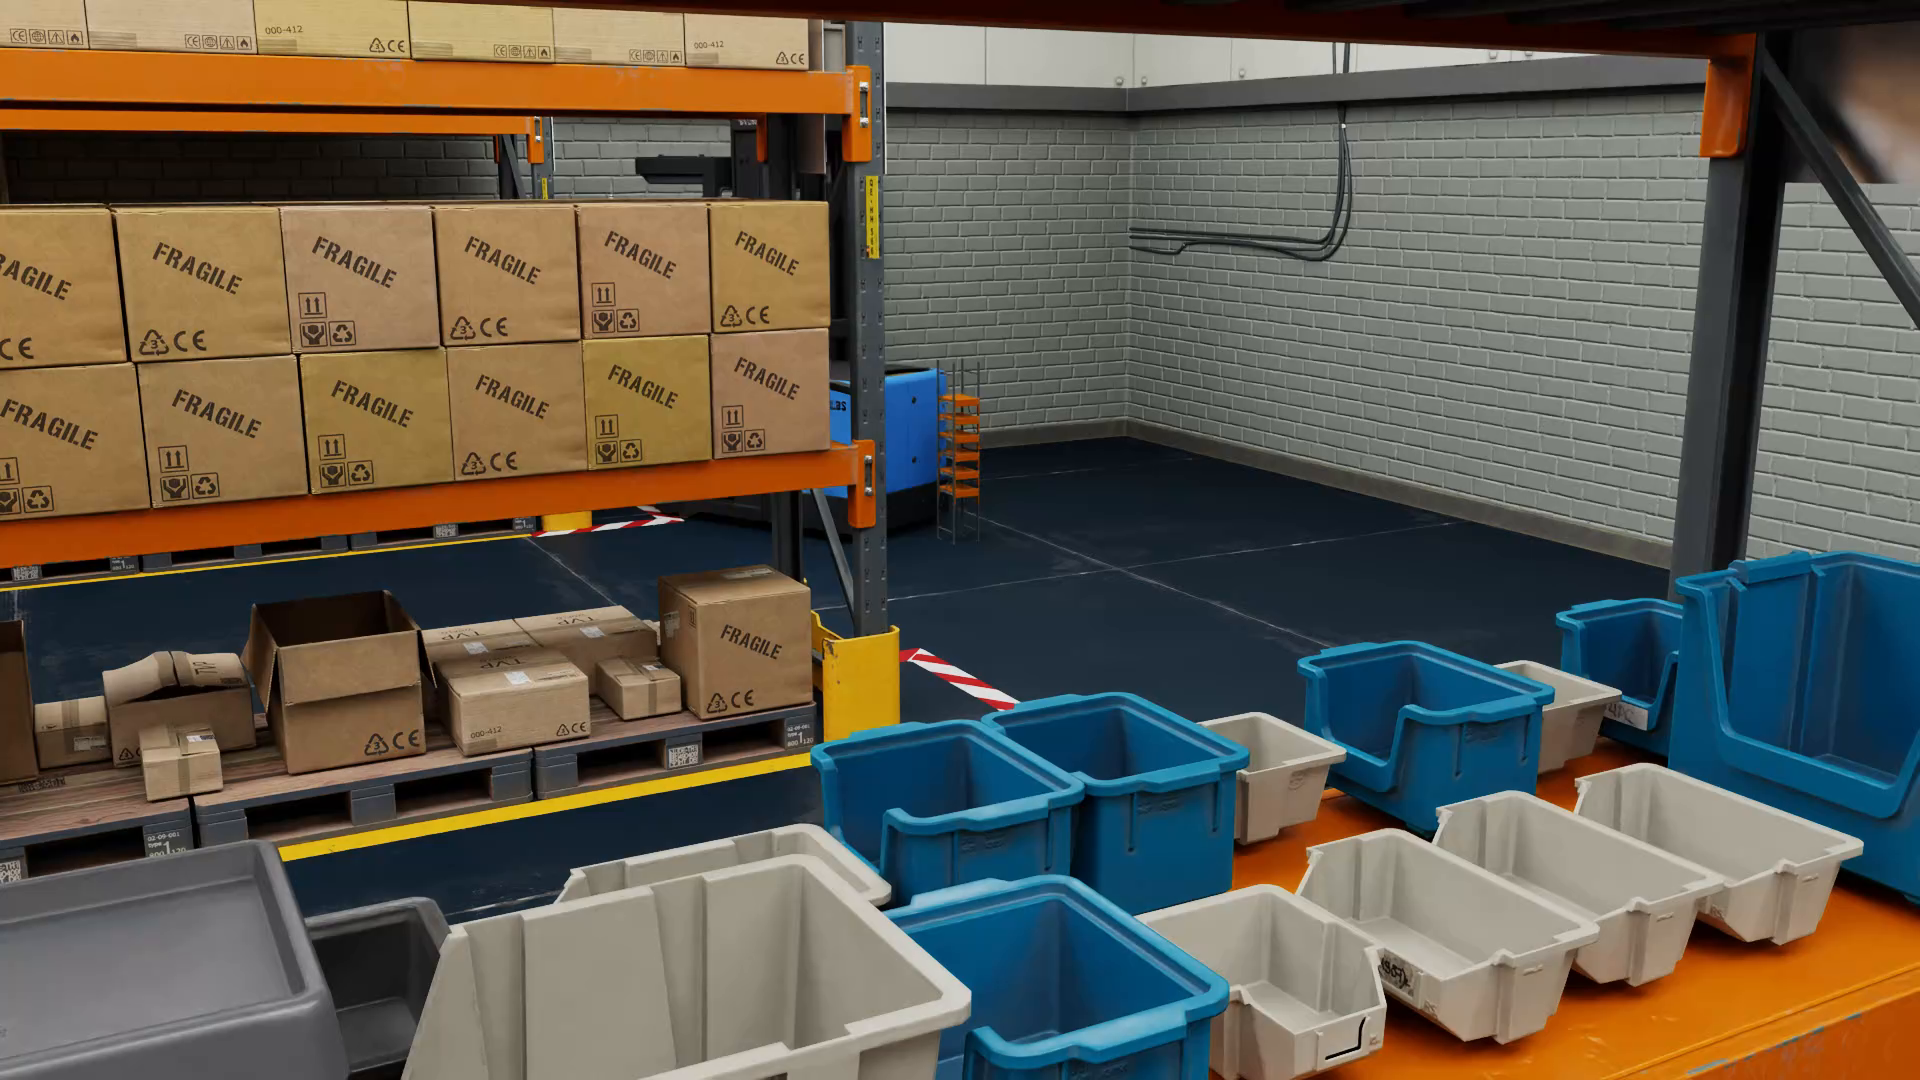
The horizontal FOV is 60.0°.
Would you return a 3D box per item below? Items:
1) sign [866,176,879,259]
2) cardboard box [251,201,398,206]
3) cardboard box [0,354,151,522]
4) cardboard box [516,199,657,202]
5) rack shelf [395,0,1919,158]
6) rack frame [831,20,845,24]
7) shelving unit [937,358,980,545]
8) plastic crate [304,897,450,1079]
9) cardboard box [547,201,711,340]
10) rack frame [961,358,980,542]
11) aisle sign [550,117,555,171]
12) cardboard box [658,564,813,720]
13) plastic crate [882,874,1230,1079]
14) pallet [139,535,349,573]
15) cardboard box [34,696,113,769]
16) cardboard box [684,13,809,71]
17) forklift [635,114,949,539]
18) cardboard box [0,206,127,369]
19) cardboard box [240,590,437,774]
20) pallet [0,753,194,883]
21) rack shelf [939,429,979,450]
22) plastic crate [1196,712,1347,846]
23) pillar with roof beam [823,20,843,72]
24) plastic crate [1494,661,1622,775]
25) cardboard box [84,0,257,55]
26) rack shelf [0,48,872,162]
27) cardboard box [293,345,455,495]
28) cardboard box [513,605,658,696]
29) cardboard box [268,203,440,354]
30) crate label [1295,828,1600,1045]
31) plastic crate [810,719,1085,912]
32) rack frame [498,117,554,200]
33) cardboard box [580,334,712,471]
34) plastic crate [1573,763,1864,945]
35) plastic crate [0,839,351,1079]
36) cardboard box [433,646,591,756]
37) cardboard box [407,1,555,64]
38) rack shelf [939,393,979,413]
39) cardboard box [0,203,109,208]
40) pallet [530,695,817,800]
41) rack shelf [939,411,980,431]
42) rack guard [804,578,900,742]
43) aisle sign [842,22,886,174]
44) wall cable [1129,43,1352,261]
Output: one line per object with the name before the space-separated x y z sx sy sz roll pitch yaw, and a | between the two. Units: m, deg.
sign | -0.353 -1.297 6.686 0.005 0.325 0.100 -7 14 -28
cardboard box | -2.459 -1.066 6.511 0.500 0.500 0.500 -7 14 -28
cardboard box | -3.086 -0.371 5.698 0.500 0.500 0.500 -7 14 -27
cardboard box | -1.572 -1.172 6.979 0.500 0.500 0.500 -7 14 -27
rack shelf | 0.014 -0.635 1.903 4.000 0.370 1.077 -7 14 -28
rack frame | -0.601 -3.614 6.673 0.127 3.000 1.000 -7 14 -28
shelving unit | -0.013 -0.584 10.971 0.189 1.200 0.258 -7 14 -28
plastic crate | -0.888 0.624 1.996 0.590 0.125 0.437 -7 14 -28
cardboard box | -1.303 -1.071 6.531 0.500 0.500 0.500 -6 14 -26
rack frame | 0.068 -0.593 11.013 0.006 1.200 0.240 -7 14 -28
aisle sign | -2.771 -2.860 11.063 0.004 0.787 0.394 -7 14 -28
cardboard box | -0.960 0.422 7.093 0.500 0.500 0.500 -7 14 -28
plastic crate | 0.089 0.585 1.921 0.300 0.233 0.416 -7 14 -28
pallet | -4.712 -0.055 10.871 1.213 0.211 1.003 -7 14 -28
cardboard box | -3.447 0.744 6.463 0.250 0.149 0.380 -7 14 -28
cardboard box | -0.926 -1.973 6.553 0.500 0.250 0.500 -7 14 -28
forklift | -1.570 -1.667 11.841 3.031 2.935 1.130 9 15 35
cardboard box | -3.111 -0.853 5.562 0.500 0.500 0.500 -7 15 -30
cardboard box | -2.465 0.538 6.571 0.637 0.503 0.797 -7 14 -28
pallet | -3.509 1.022 6.089 1.213 0.211 1.003 -7 14 -28
rack shelf | -0.013 -0.658 10.954 0.180 0.103 0.258 -7 14 -28
plastic crate | 0.478 0.419 2.881 0.298 0.136 0.250 -7 14 -28
pillar with roof beam | 1.040 -4.190 9.230 0.400 9.000 9.100 -7 14 -28
plastic crate | 1.073 0.347 3.198 0.298 0.136 0.250 -7 14 -28
cardboard box | -2.686 -1.764 5.627 0.500 0.250 0.500 -7 14 -28
rack shelf | -2.357 -1.589 6.147 4.000 0.370 1.077 -7 14 -28
cardboard box | -2.200 -0.477 6.169 0.500 0.500 0.500 -7 14 -29
cardboard box | -1.653 0.494 7.341 0.500 0.250 0.500 -7 14 -28
cardboard box | -2.207 -0.961 6.044 0.500 0.500 0.500 -6 14 -26
crate label | 0.646 0.549 2.300 0.243 0.136 0.396 -7 14 -28
plastic crate | -0.025 0.453 2.511 0.300 0.233 0.416 -7 14 -28
rack frame | -2.978 -1.642 11.572 0.127 3.000 1.000 -7 14 -28
cardboard box | -1.317 -0.581 6.633 0.500 0.500 0.500 -7 14 -27
plastic crate | 1.140 0.488 2.575 0.243 0.136 0.396 -7 14 -28
plastic crate | -0.838 0.582 1.408 0.583 0.464 0.402 -7 14 -28
cardboard box | -1.809 0.638 6.702 0.500 0.250 0.500 -7 14 -28
cardboard box | -1.802 -1.867 6.084 0.500 0.250 0.500 -7 14 -28
rack shelf | -0.013 -0.892 10.901 0.180 0.103 0.258 -7 14 -28
cardboard box | -3.344 -0.961 6.041 0.500 0.500 0.500 -7 15 -29
pallet | -1.367 0.765 7.229 1.213 0.211 1.003 -7 14 -28
rack shelf | -0.013 -0.775 10.928 0.180 0.103 0.258 -7 14 -28
rack guard | -0.668 0.540 7.571 0.348 0.500 1.175 -7 14 -28
aisle sign | -0.394 -1.904 6.816 0.004 0.787 0.394 -7 14 -28
wall cable | 2.158 -3.580 13.592 0.112 2.526 3.097 -7 14 -28
